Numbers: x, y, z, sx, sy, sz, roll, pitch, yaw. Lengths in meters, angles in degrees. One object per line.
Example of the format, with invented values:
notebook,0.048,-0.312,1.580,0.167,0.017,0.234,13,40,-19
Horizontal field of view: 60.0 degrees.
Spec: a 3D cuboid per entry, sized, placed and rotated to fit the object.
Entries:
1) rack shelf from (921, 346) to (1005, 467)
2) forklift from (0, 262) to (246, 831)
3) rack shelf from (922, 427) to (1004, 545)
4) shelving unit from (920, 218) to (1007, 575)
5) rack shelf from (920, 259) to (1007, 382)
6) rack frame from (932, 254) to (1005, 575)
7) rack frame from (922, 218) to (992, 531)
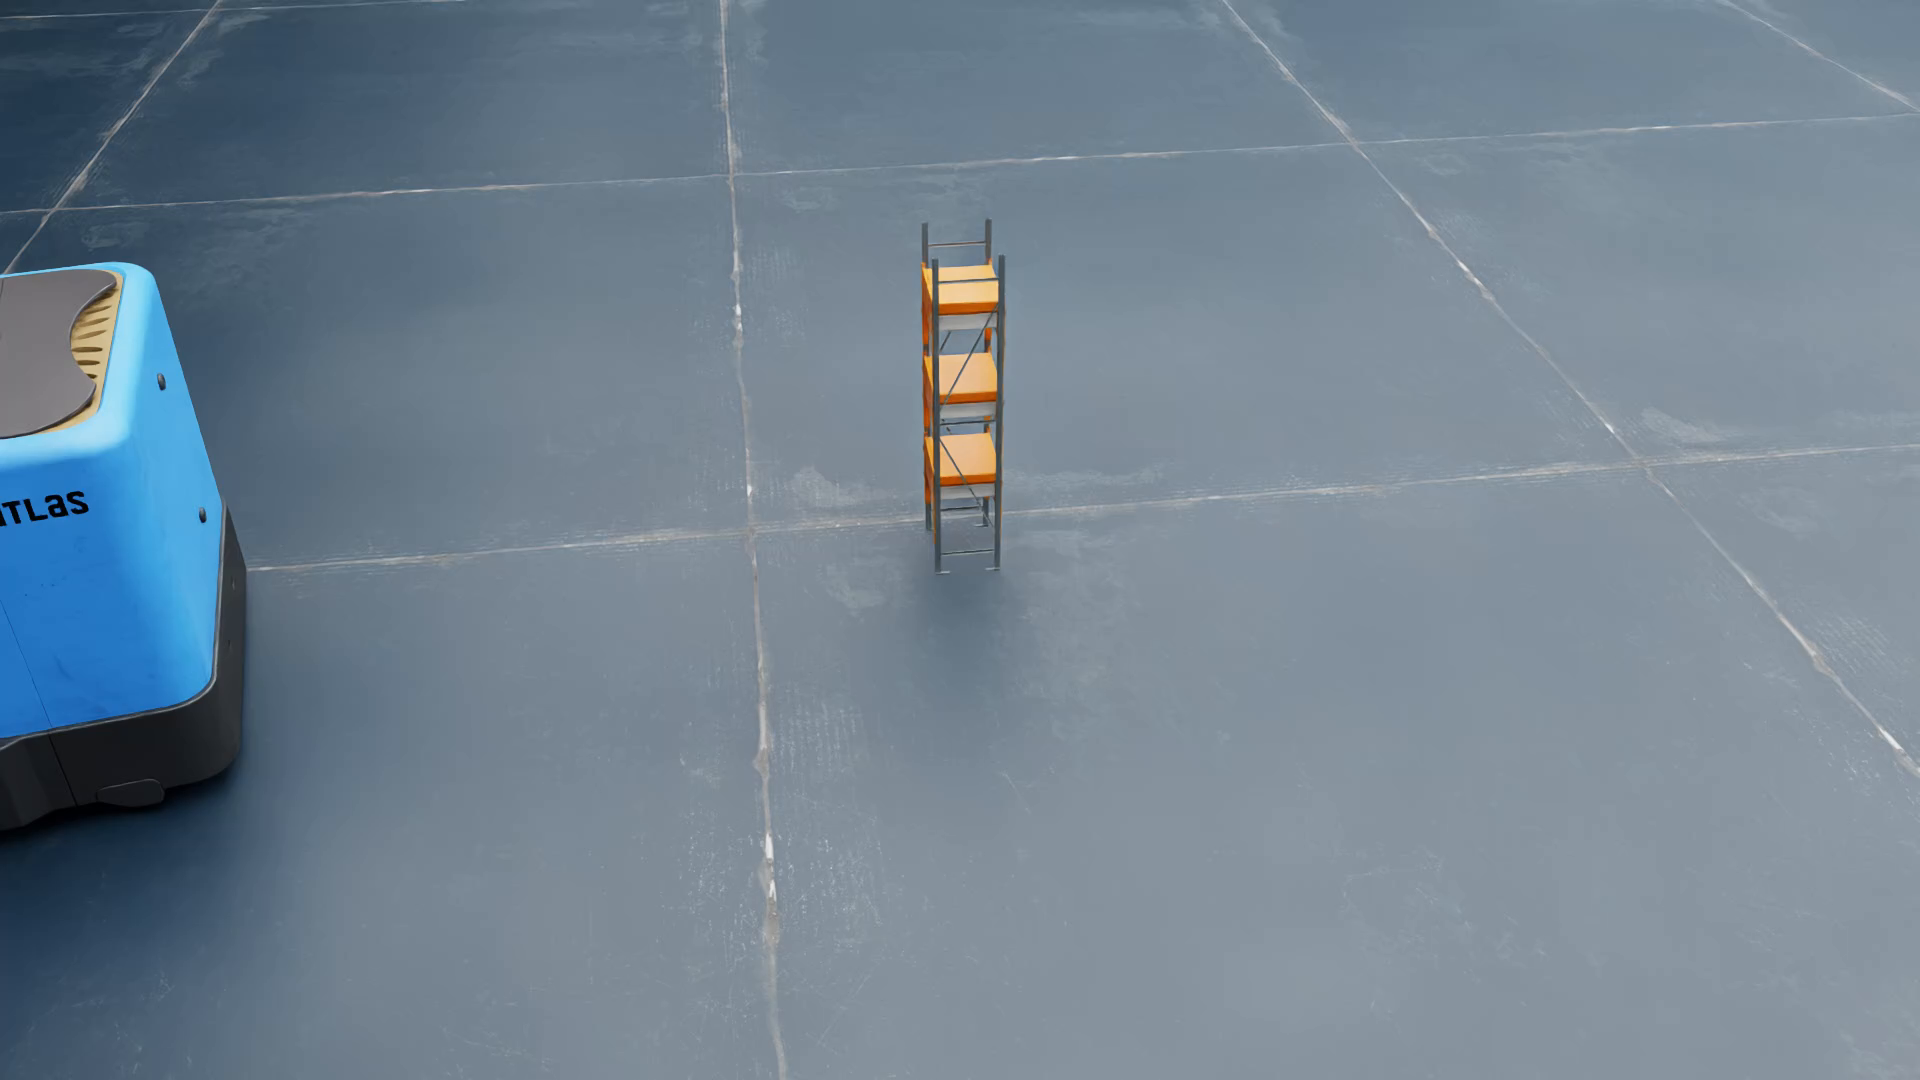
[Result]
rack shelf,0.007,-0.395,4.916,0.215,0.259,0.240,-4,35,-6
forklift,-3.445,-0.566,3.478,3.031,2.935,1.130,-11,36,-15
rack shelf,0.007,-0.166,5.073,0.215,0.259,0.240,-4,35,-6
shelving unit,0.007,-0.404,4.911,0.215,1.050,0.252,-4,35,-6
rack shelf,0.007,-0.630,4.757,0.215,0.259,0.240,-4,35,-6
rack frame,0.024,-0.336,4.811,0.200,1.050,0.008,-4,35,-6
rack frame,-0.009,-0.472,5.010,0.200,1.050,0.008,-4,35,-6
